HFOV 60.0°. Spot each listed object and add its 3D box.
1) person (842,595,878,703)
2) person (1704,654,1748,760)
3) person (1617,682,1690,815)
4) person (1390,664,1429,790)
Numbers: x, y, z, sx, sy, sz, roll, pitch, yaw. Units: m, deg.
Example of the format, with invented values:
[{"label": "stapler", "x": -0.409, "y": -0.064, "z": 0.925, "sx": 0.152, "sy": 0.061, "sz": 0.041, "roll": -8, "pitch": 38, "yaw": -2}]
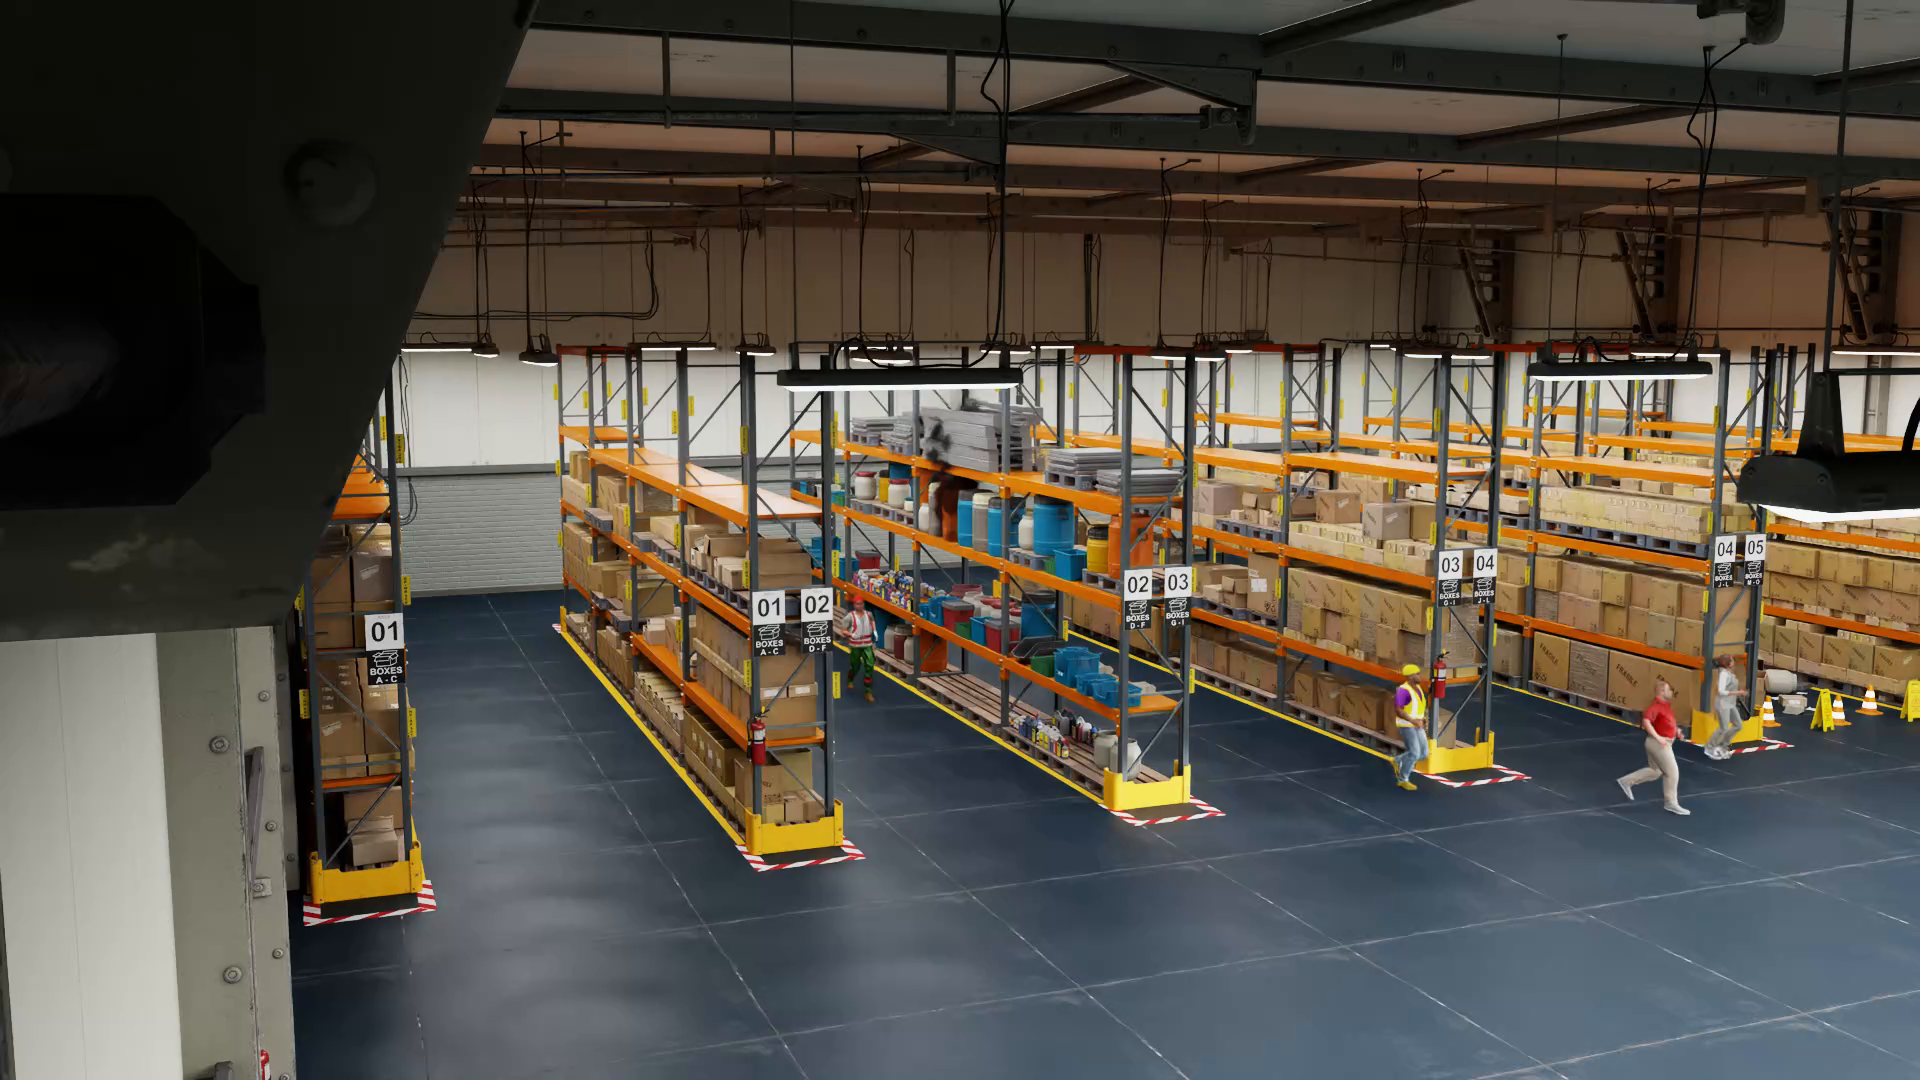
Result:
[{"label": "person", "x": -1.688, "y": 1.832, "z": 28.498, "sx": 0.670, "sy": 1.783, "sz": 0.961, "roll": -3, "pitch": 8, "yaw": -22}, {"label": "person", "x": 11.273, "y": 2.467, "z": 24.423, "sx": 0.580, "sy": 1.614, "sz": 0.534, "roll": 5, "pitch": 9, "yaw": 36}, {"label": "person", "x": 9.161, "y": 2.719, "z": 21.895, "sx": 0.905, "sy": 1.736, "sz": 0.675, "roll": 3, "pitch": 8, "yaw": 21}, {"label": "person", "x": 6.245, "y": 2.570, "z": 23.006, "sx": 0.571, "sy": 1.722, "sz": 0.760, "roll": 6, "pitch": 9, "yaw": 40}]
